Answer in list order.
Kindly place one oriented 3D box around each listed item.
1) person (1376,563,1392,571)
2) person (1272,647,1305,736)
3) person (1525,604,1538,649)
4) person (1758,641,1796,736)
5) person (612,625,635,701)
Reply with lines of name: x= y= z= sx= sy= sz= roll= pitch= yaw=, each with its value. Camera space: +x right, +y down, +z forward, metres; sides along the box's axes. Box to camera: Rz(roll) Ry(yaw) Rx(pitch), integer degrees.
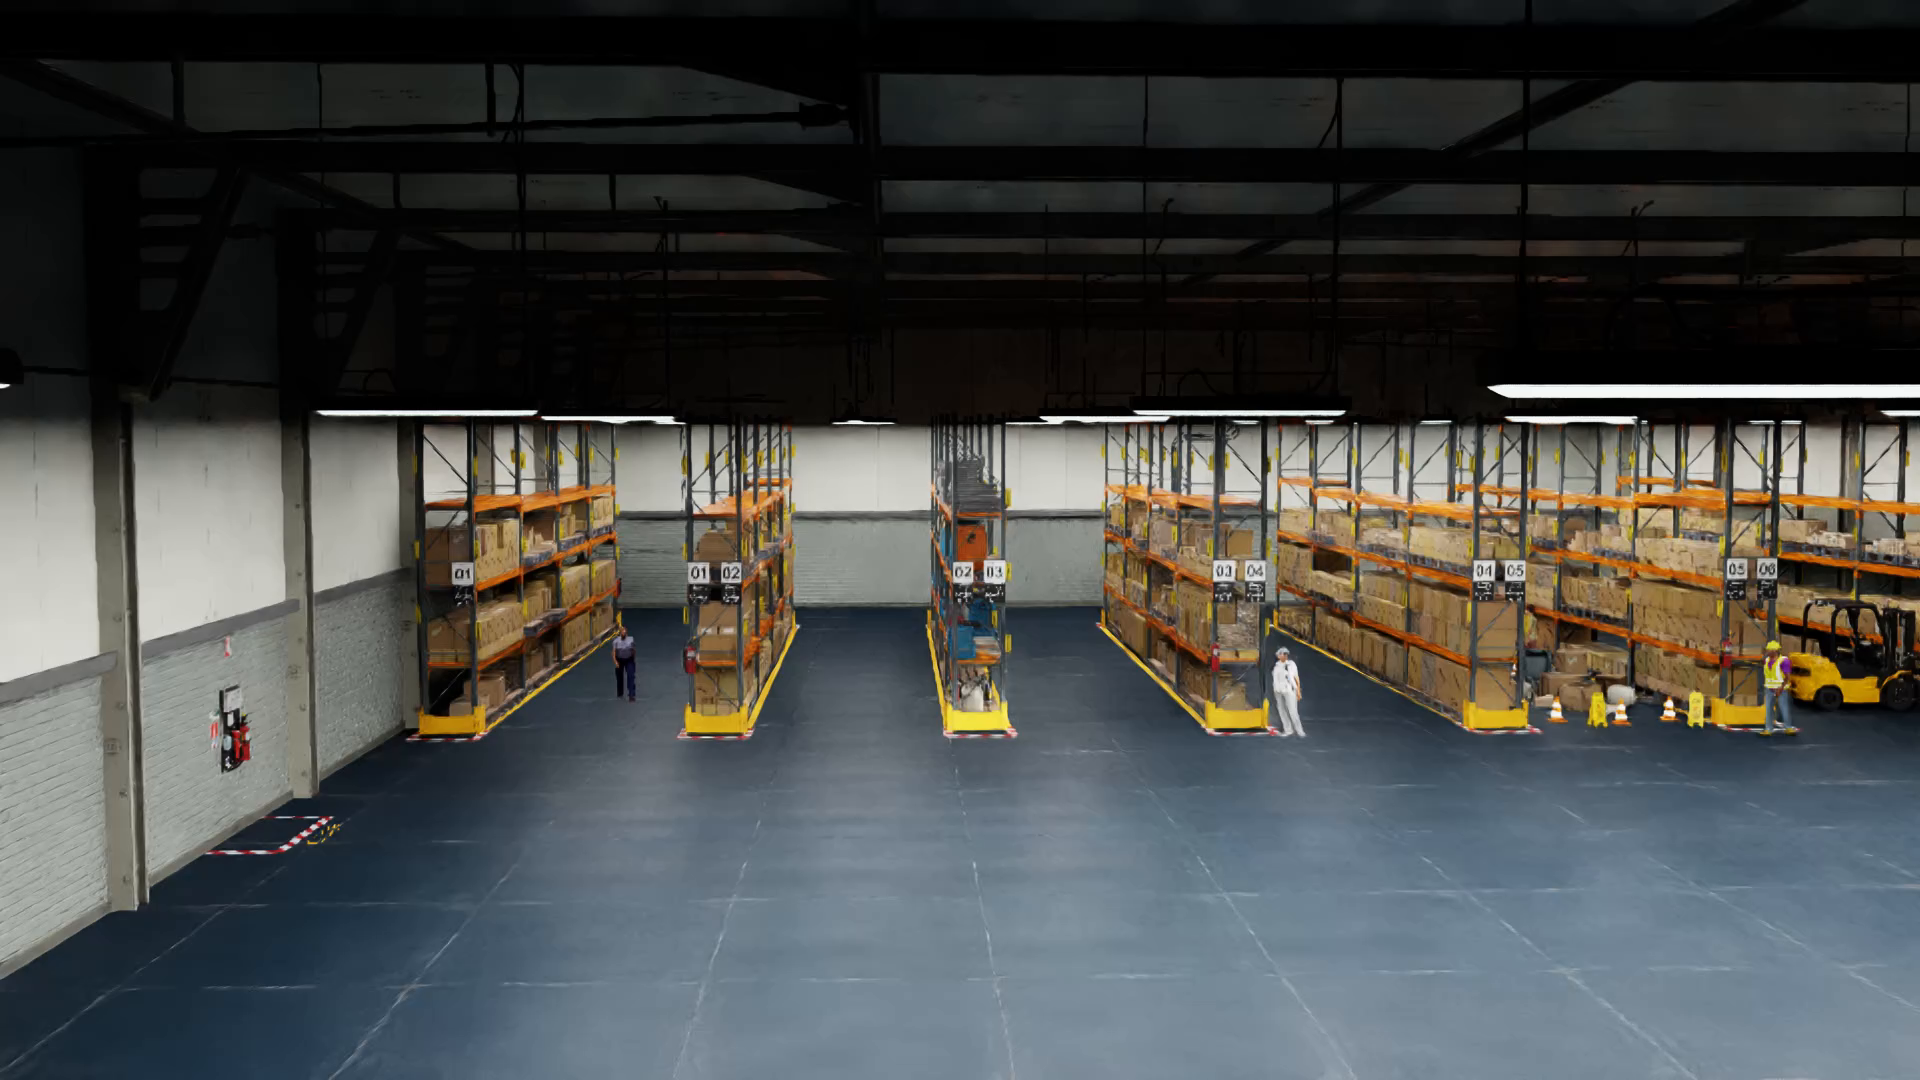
person: x=13.164 y=1.339 z=51.513 sx=0.574 sy=1.775 sz=0.573 roll=2 pitch=5 yaw=32
person: x=6.081 y=2.810 z=30.757 sx=0.619 sy=1.647 sz=0.460 roll=4 pitch=5 yaw=43
person: x=13.014 y=2.407 z=38.069 sx=0.569 sy=1.418 sz=0.558 roll=2 pitch=4 yaw=25
person: x=15.153 y=2.753 z=30.843 sx=0.707 sy=1.763 sz=0.583 roll=-2 pitch=5 yaw=-31
person: x=-7.035 y=2.553 z=34.778 sx=0.478 sy=1.580 sz=0.999 roll=-1 pitch=4 yaw=-10
